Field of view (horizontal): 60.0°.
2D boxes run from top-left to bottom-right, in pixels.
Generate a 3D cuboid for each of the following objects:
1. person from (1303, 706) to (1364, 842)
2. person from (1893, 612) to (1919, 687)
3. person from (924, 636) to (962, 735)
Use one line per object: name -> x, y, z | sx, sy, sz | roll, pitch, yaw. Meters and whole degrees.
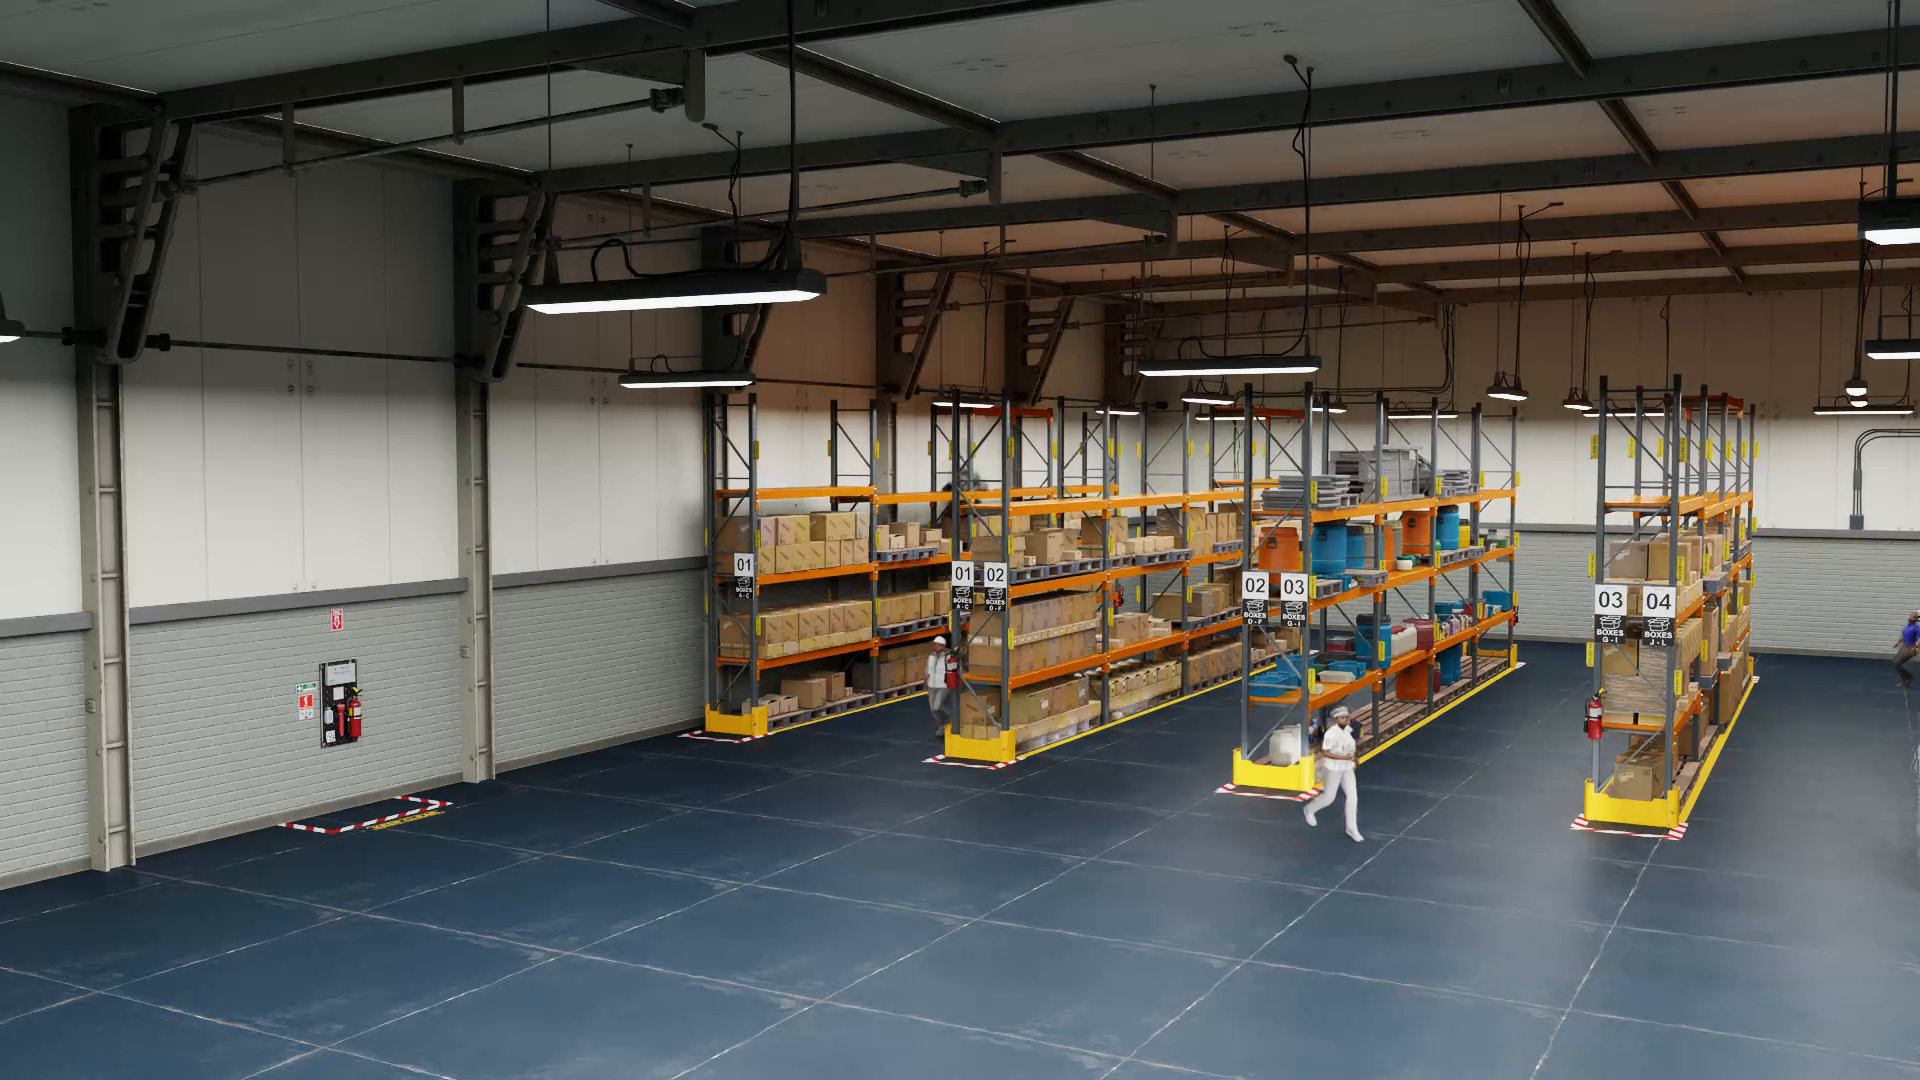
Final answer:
person -> 4.895, 2.990, 21.593 | 0.588, 1.719, 0.935 | -2, 3, -27
person -> 19.973, 2.317, 35.119 | 0.496, 1.607, 0.633 | 0, 3, 6
person -> -0.378, 2.558, 29.067 | 0.645, 1.732, 0.592 | 2, 4, 31
